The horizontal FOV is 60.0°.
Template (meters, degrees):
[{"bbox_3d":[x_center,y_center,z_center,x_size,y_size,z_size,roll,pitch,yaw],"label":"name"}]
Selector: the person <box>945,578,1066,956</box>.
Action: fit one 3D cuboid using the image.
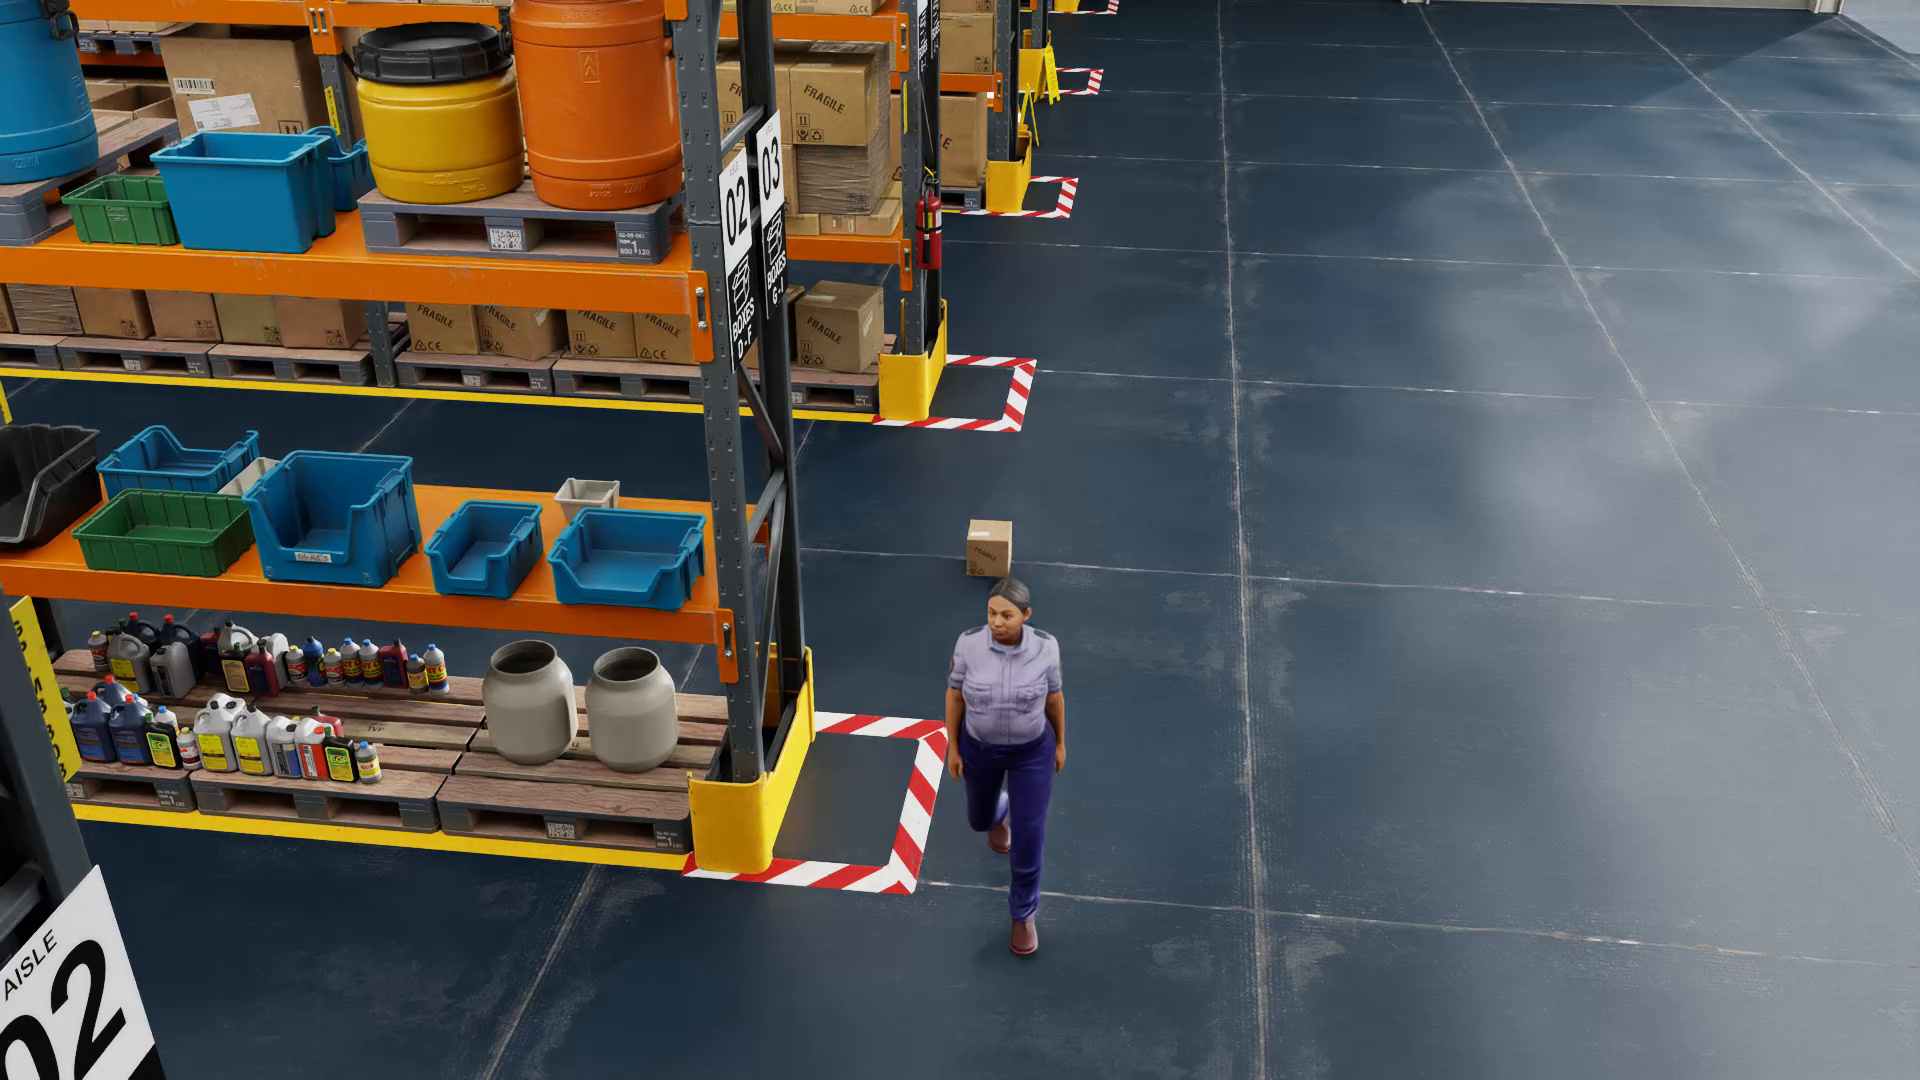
[{"bbox_3d":[0.195,0.867,7.046,0.510,1.593,0.882,3,29,5],"label":"person"}]
